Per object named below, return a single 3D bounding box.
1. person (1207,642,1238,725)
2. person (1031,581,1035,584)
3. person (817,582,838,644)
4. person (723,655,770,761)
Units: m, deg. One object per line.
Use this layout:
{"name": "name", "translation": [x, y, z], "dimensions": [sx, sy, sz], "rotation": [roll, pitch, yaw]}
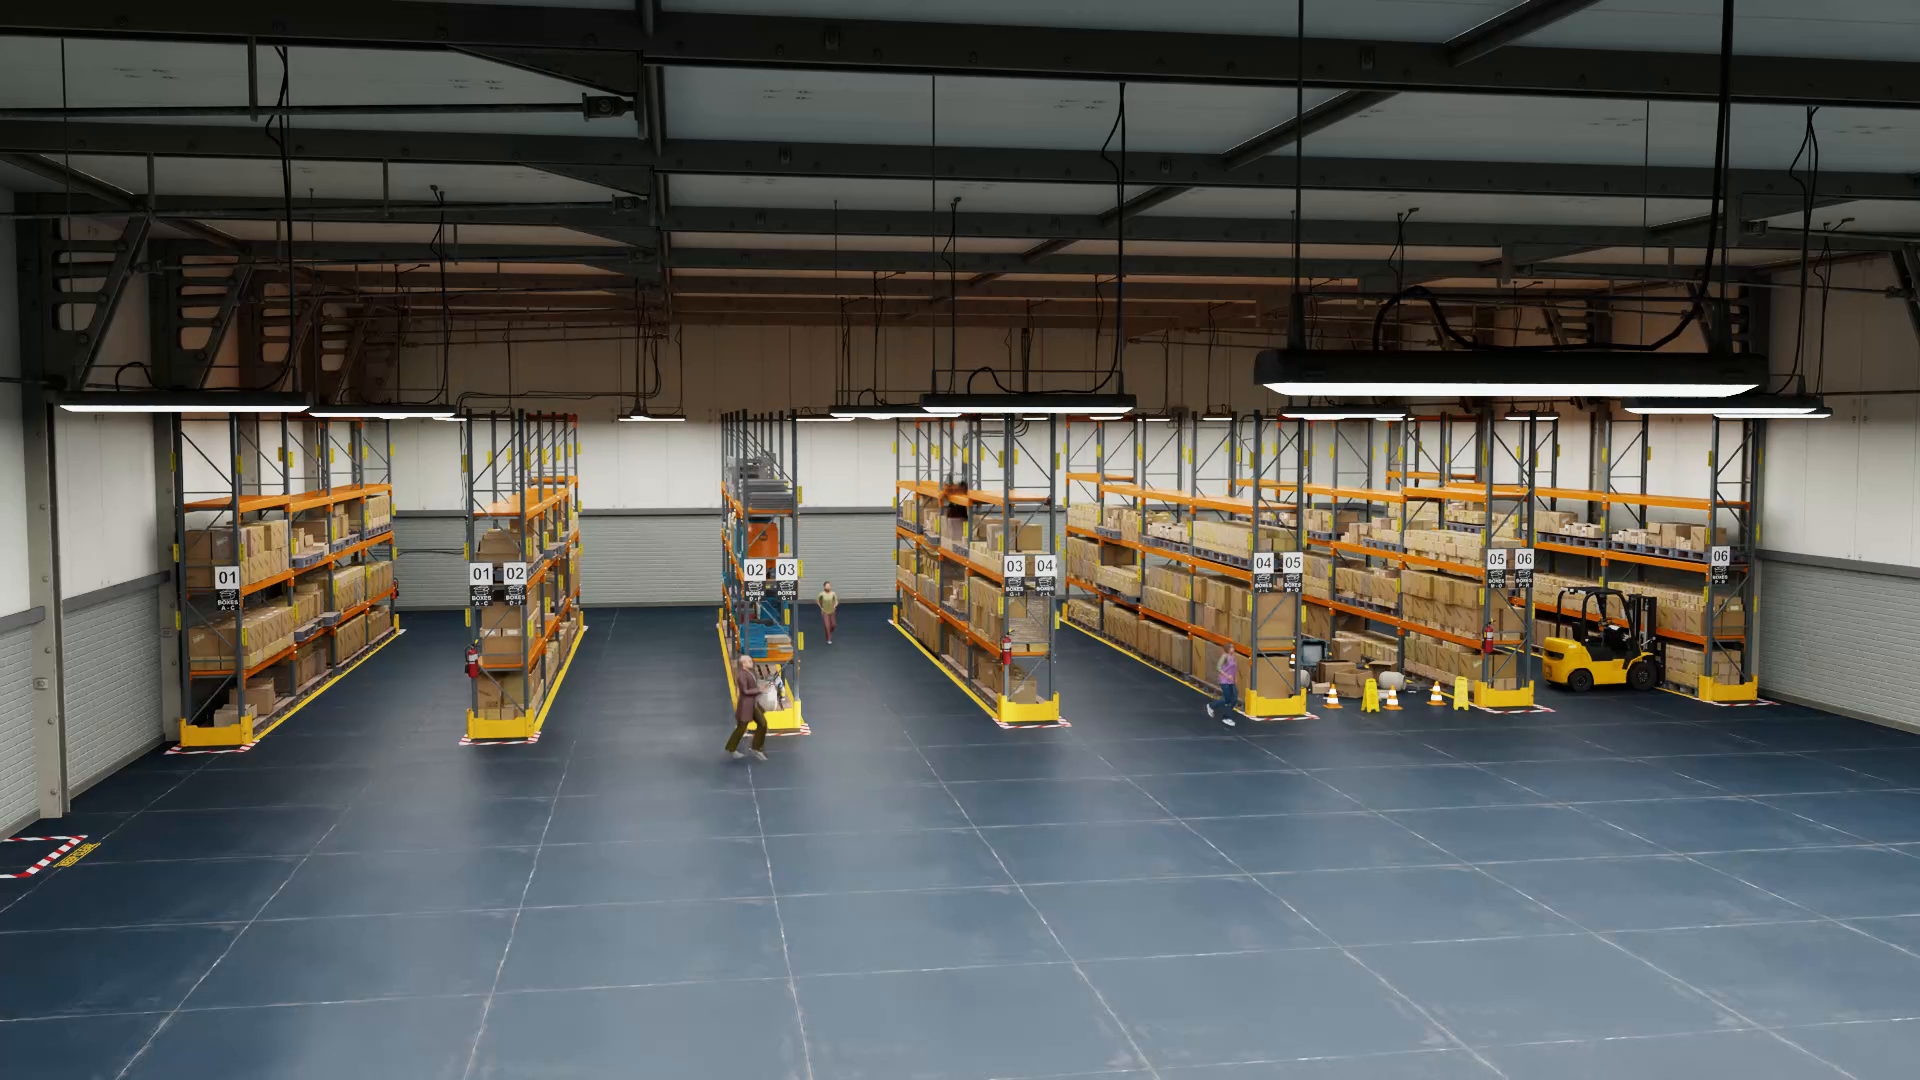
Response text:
{"name": "person", "translation": [5.074, 2.734, 31.864], "dimensions": [0.616, 1.567, 0.561], "rotation": [3, 5, 41]}
{"name": "person", "translation": [2.098, 1.460, 49.350], "dimensions": [0.798, 1.706, 0.808], "rotation": [-2, 4, -24]}
{"name": "person", "translation": [-3.446, 1.890, 43.288], "dimensions": [0.565, 1.624, 0.548], "rotation": [-1, 4, -14]}
{"name": "person", "translation": [-3.614, 2.866, 28.236], "dimensions": [0.839, 1.841, 0.669], "rotation": [1, 4, 15]}
